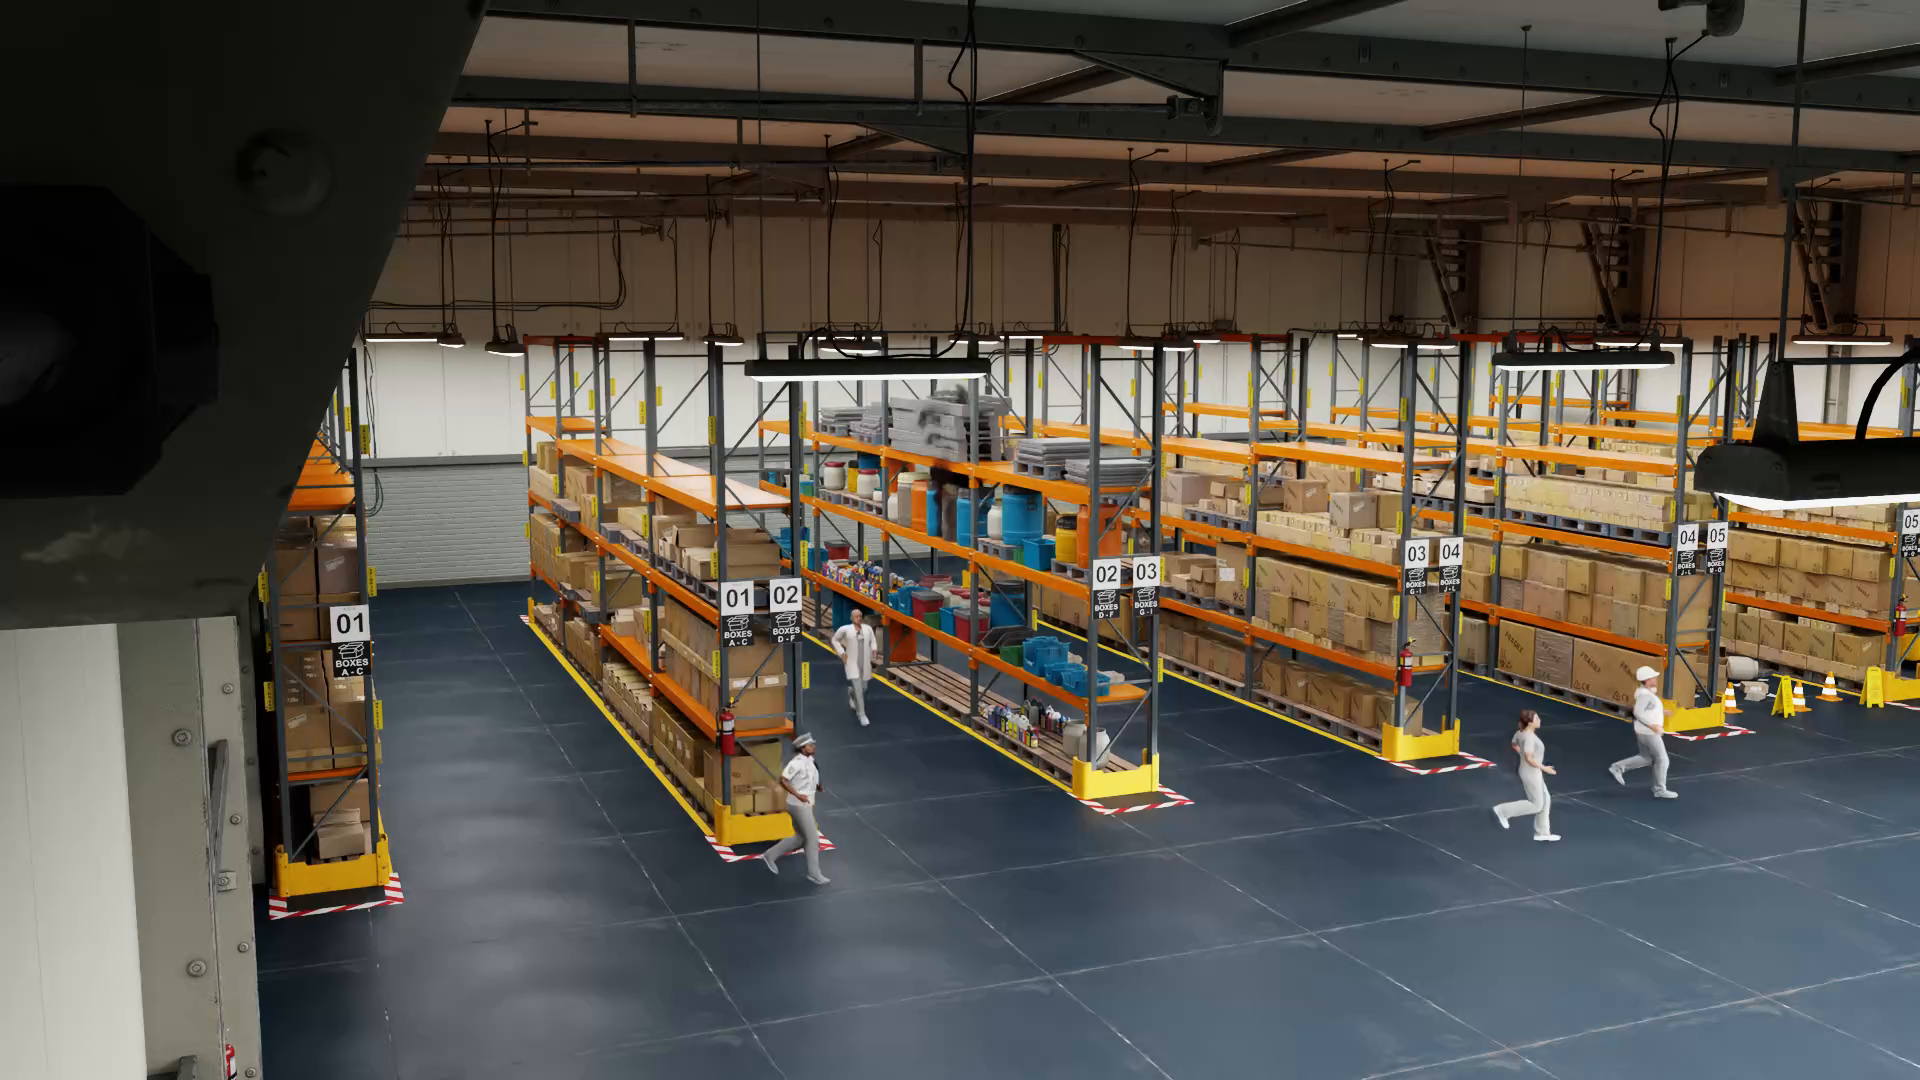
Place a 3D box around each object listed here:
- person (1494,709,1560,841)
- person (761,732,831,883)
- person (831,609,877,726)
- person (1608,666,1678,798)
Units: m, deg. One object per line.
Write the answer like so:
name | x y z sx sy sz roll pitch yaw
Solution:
person | 6.908 2.854 20.220 0.806 1.631 0.581 1 8 8
person | -1.829 3.020 18.917 0.824 1.697 0.615 2 8 12
person | -1.644 1.975 26.312 0.710 1.780 0.969 -4 8 -25
person | 9.103 2.540 22.069 0.868 1.745 0.670 2 8 16
